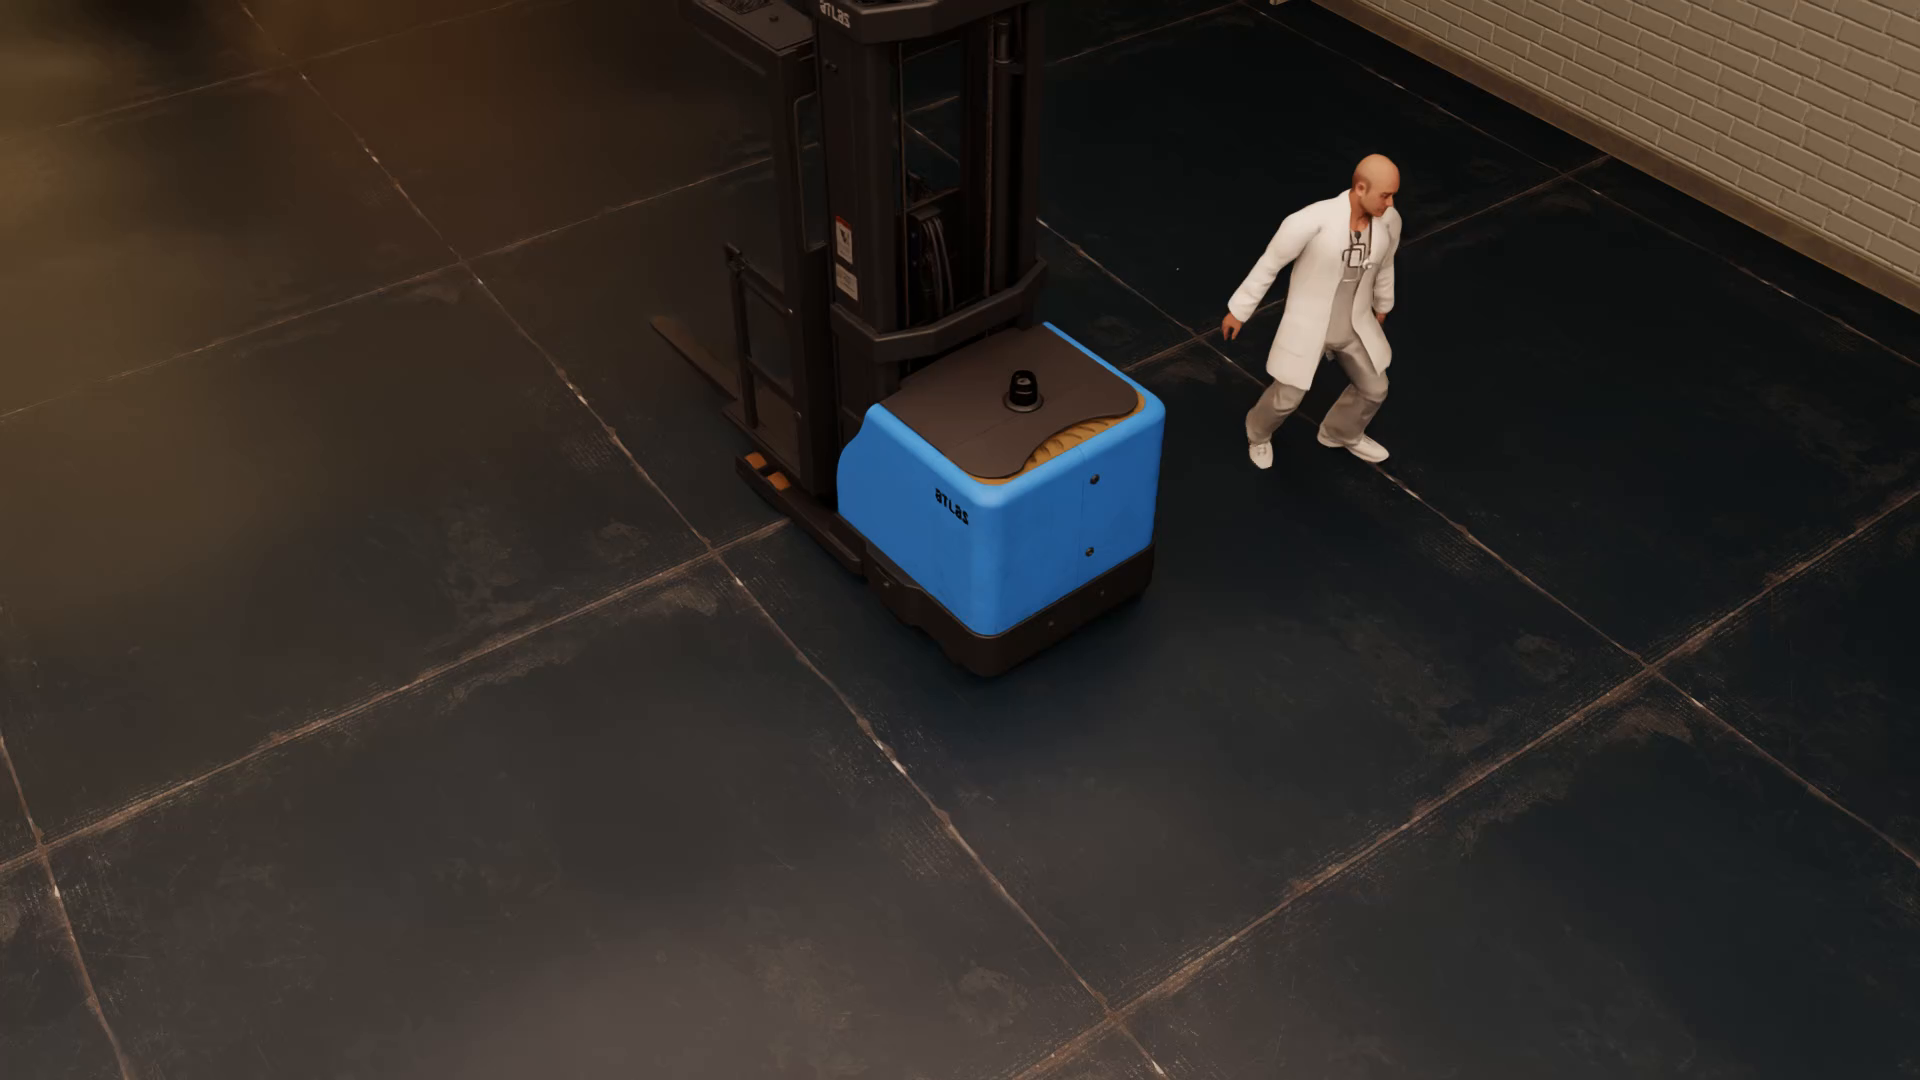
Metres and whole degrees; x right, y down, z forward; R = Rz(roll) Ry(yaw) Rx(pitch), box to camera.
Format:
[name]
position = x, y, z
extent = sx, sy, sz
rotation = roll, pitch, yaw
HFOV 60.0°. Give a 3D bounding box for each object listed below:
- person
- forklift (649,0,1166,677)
[person]
position = 1.667, -1.031, 7.776
extent = 0.908, 1.758, 0.551
rotation = -9, 43, -10
[forklift]
position = -0.440, -1.430, 7.267
extent = 1.130, 2.935, 3.031
rotation = -29, 50, -28
